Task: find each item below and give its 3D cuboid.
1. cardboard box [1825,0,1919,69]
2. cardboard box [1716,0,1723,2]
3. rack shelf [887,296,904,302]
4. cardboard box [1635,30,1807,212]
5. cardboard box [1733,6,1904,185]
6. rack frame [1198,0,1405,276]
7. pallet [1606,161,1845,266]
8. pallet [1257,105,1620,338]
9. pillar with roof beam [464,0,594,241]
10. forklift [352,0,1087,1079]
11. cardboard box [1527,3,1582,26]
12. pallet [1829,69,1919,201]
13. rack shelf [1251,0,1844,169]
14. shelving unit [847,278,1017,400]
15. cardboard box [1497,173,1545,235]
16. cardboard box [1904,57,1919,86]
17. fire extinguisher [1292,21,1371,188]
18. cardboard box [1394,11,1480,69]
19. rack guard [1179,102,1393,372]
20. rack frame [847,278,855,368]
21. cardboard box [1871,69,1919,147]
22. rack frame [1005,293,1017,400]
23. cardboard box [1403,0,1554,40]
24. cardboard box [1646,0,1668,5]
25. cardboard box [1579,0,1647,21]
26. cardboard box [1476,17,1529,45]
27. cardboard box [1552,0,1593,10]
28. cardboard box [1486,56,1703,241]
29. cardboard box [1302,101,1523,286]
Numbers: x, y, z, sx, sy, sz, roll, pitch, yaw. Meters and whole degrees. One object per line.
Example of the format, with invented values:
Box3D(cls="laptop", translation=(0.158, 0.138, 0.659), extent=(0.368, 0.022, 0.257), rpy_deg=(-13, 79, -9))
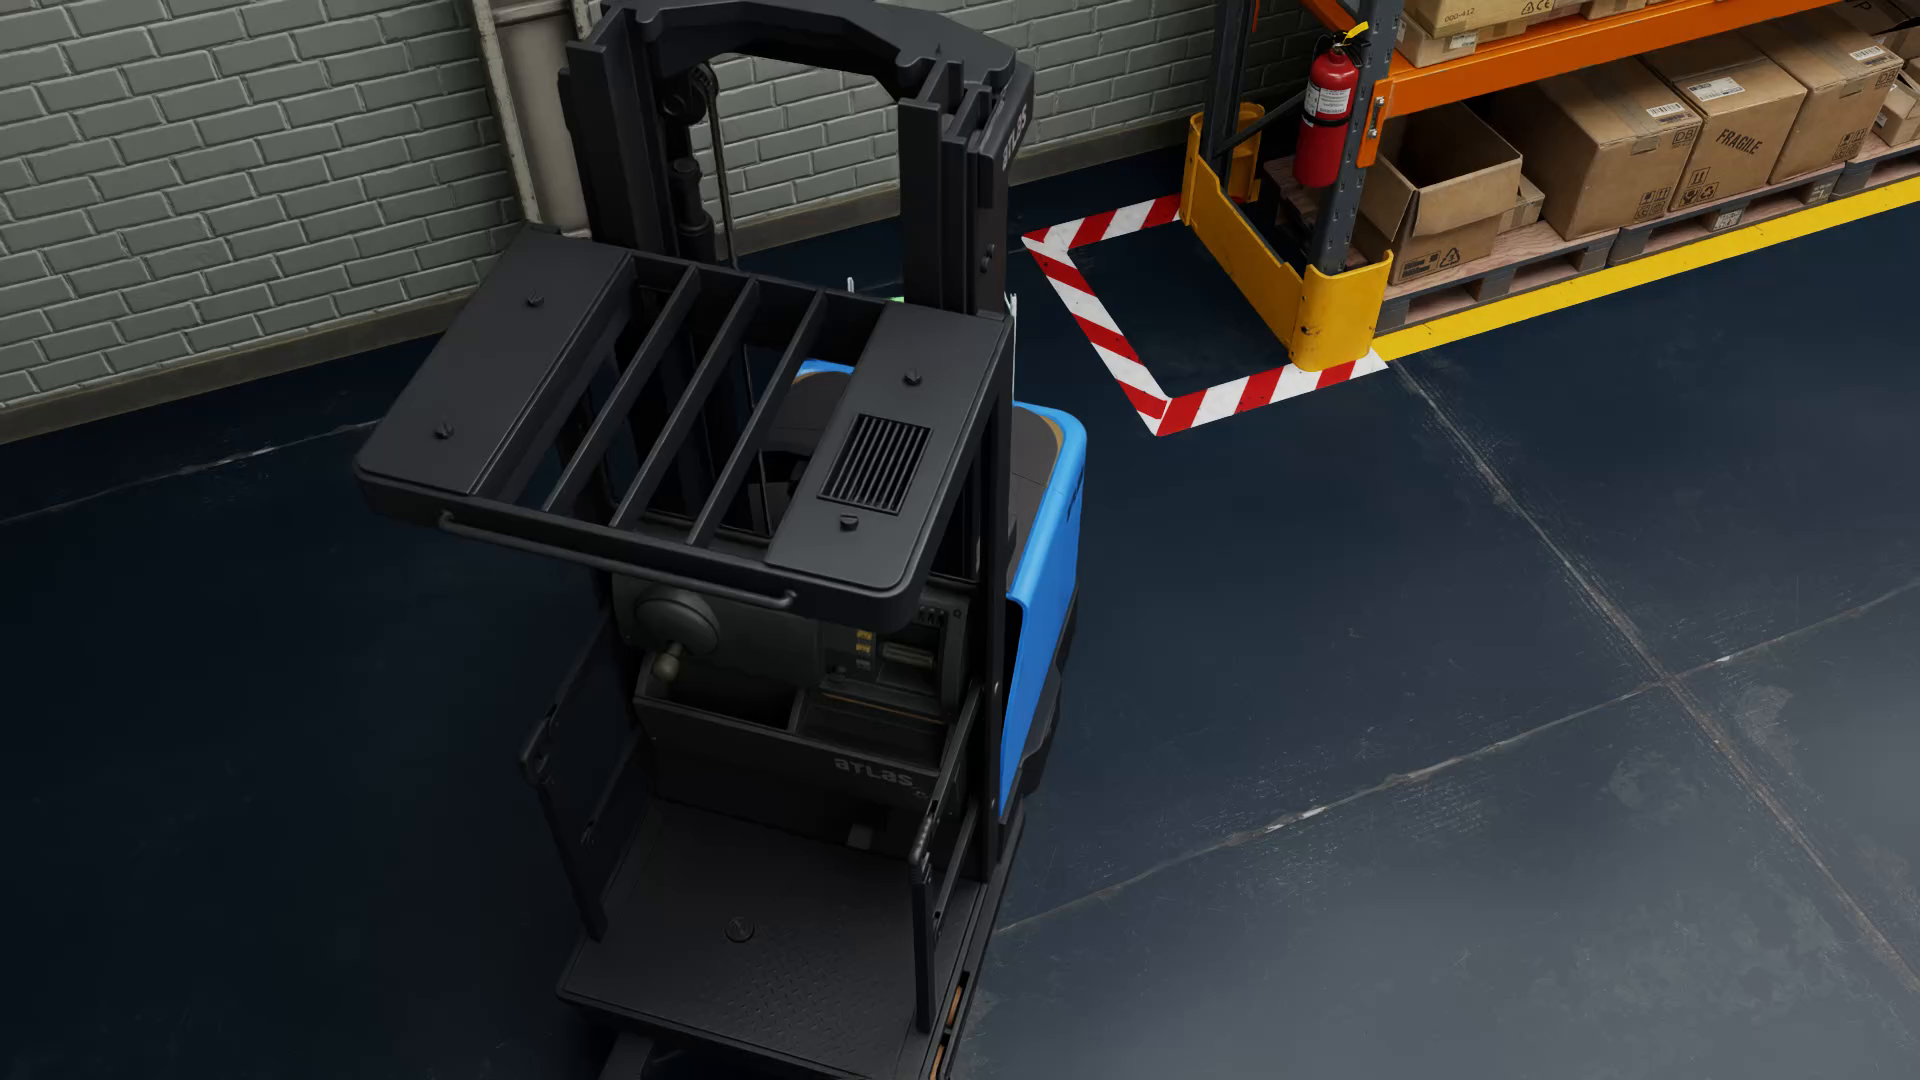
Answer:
Box3D(cls="cardboard box", translation=(4.280, -2.475, 7.894), extent=(0.500, 0.311, 0.500), rpy_deg=(-16, 51, -13))
Box3D(cls="cardboard box", translation=(2.897, -2.245, 6.367), extent=(0.250, 0.149, 0.380), rpy_deg=(-19, 52, -15))
Box3D(cls="rack shelf", translation=(-0.092, -0.695, 5.507), extent=(0.480, 0.148, 0.258), rpy_deg=(-12, 50, -10))
Box3D(cls="cardboard box", translation=(3.213, -1.821, 7.208), extent=(0.500, 0.500, 0.500), rpy_deg=(-16, 51, -14))
Box3D(cls="cardboard box", translation=(3.647, -2.038, 7.394), extent=(0.500, 0.500, 0.700), rpy_deg=(-19, 52, -16))
Box3D(cls="rack frame", translation=(1.278, -2.091, 6.068), extent=(0.127, 3.000, 1.000), rpy_deg=(-17, 52, -14))
Box3D(cls="pallet", translation=(3.214, -1.780, 7.640), extent=(1.213, 0.211, 1.003), rpy_deg=(-17, 52, -14))
Box3D(cls="pallet", translation=(2.086, -1.433, 7.342), extent=(1.213, 0.211, 1.003), rpy_deg=(-17, 52, -14))
Box3D(cls="pillar with roof beam", translation=(0.069, -0.881, 1.075), extent=(0.400, 9.000, 9.100), rpy_deg=(-17, 52, -14))
Box3D(cls="forklift", translation=(-0.494, 0.325, 4.039), extent=(1.130, 2.935, 3.031), rpy_deg=(13, 51, 11))
Box3D(cls="cardboard box", translation=(2.134, -2.116, 6.255), extent=(0.250, 0.149, 0.380), rpy_deg=(-18, 52, -15))
Box3D(cls="pallet", translation=(4.345, -2.133, 7.943), extent=(1.213, 0.211, 1.003), rpy_deg=(-17, 52, -14))
Box3D(cls="rack shelf", translation=(3.129, -2.430, 6.834), extent=(4.000, 0.370, 1.077), rpy_deg=(-17, 52, -14))
Box3D(cls="shelving unit", translation=(-0.092, -0.424, 5.823), extent=(0.503, 1.200, 0.258), rpy_deg=(-12, 50, -10))
Box3D(cls="cardboard box", translation=(2.288, -1.502, 7.165), extent=(0.250, 0.149, 0.380), rpy_deg=(-19, 52, -16))
Box3D(cls="cardboard box", translation=(4.576, -2.080, 7.662), extent=(0.250, 0.149, 0.380), rpy_deg=(-19, 52, -15))
Box3D(cls="fire extinguisher", translation=(1.316, -1.577, 5.924), extent=(0.183, 0.674, 0.296), rpy_deg=(-17, 52, -14))
Box3D(cls="cardboard box", translation=(1.686, -1.911, 6.079), extent=(0.250, 0.149, 0.380), rpy_deg=(-18, 52, -15))
Box3D(cls="rack guard", translation=(1.348, -1.298, 7.035), extent=(0.348, 0.500, 1.175), rpy_deg=(-17, 52, -14))
Box3D(cls="rack frame", translation=(-0.326, -0.373, 5.779), extent=(0.015, 1.200, 0.240), rpy_deg=(-12, 50, -10))
Box3D(cls="cardboard box", translation=(4.246, -2.016, 7.529), extent=(0.258, 0.266, 0.396), rpy_deg=(-16, 51, -13))
Box3D(cls="rack frame", translation=(0.143, -0.474, 5.866), extent=(0.015, 1.200, 0.240), rpy_deg=(-12, 50, -10))
Box3D(cls="cardboard box", translation=(1.800, -2.080, 5.962), extent=(0.500, 0.250, 0.500), rpy_deg=(-17, 51, -14))
Box3D(cls="cardboard box", translation=(2.635, -2.225, 6.350), extent=(0.250, 0.149, 0.380), rpy_deg=(-16, 51, -14))
Box3D(cls="cardboard box", translation=(2.391, -2.145, 6.281), extent=(0.250, 0.149, 0.380), rpy_deg=(-16, 51, -13))
Box3D(cls="cardboard box", translation=(1.904, -2.016, 6.170), extent=(0.250, 0.149, 0.380), rpy_deg=(-16, 51, -13))
Box3D(cls="cardboard box", translation=(2.266, -2.225, 6.086), extent=(0.500, 0.250, 0.500), rpy_deg=(-17, 51, -14))
Box3D(cls="cardboard box", translation=(2.686, -1.740, 7.138), extent=(0.500, 0.500, 0.700), rpy_deg=(-15, 51, -13))
Box3D(cls="cardboard box", translation=(1.880, -1.523, 6.950), extent=(0.637, 0.503, 0.797), rpy_deg=(-19, 52, -16))
